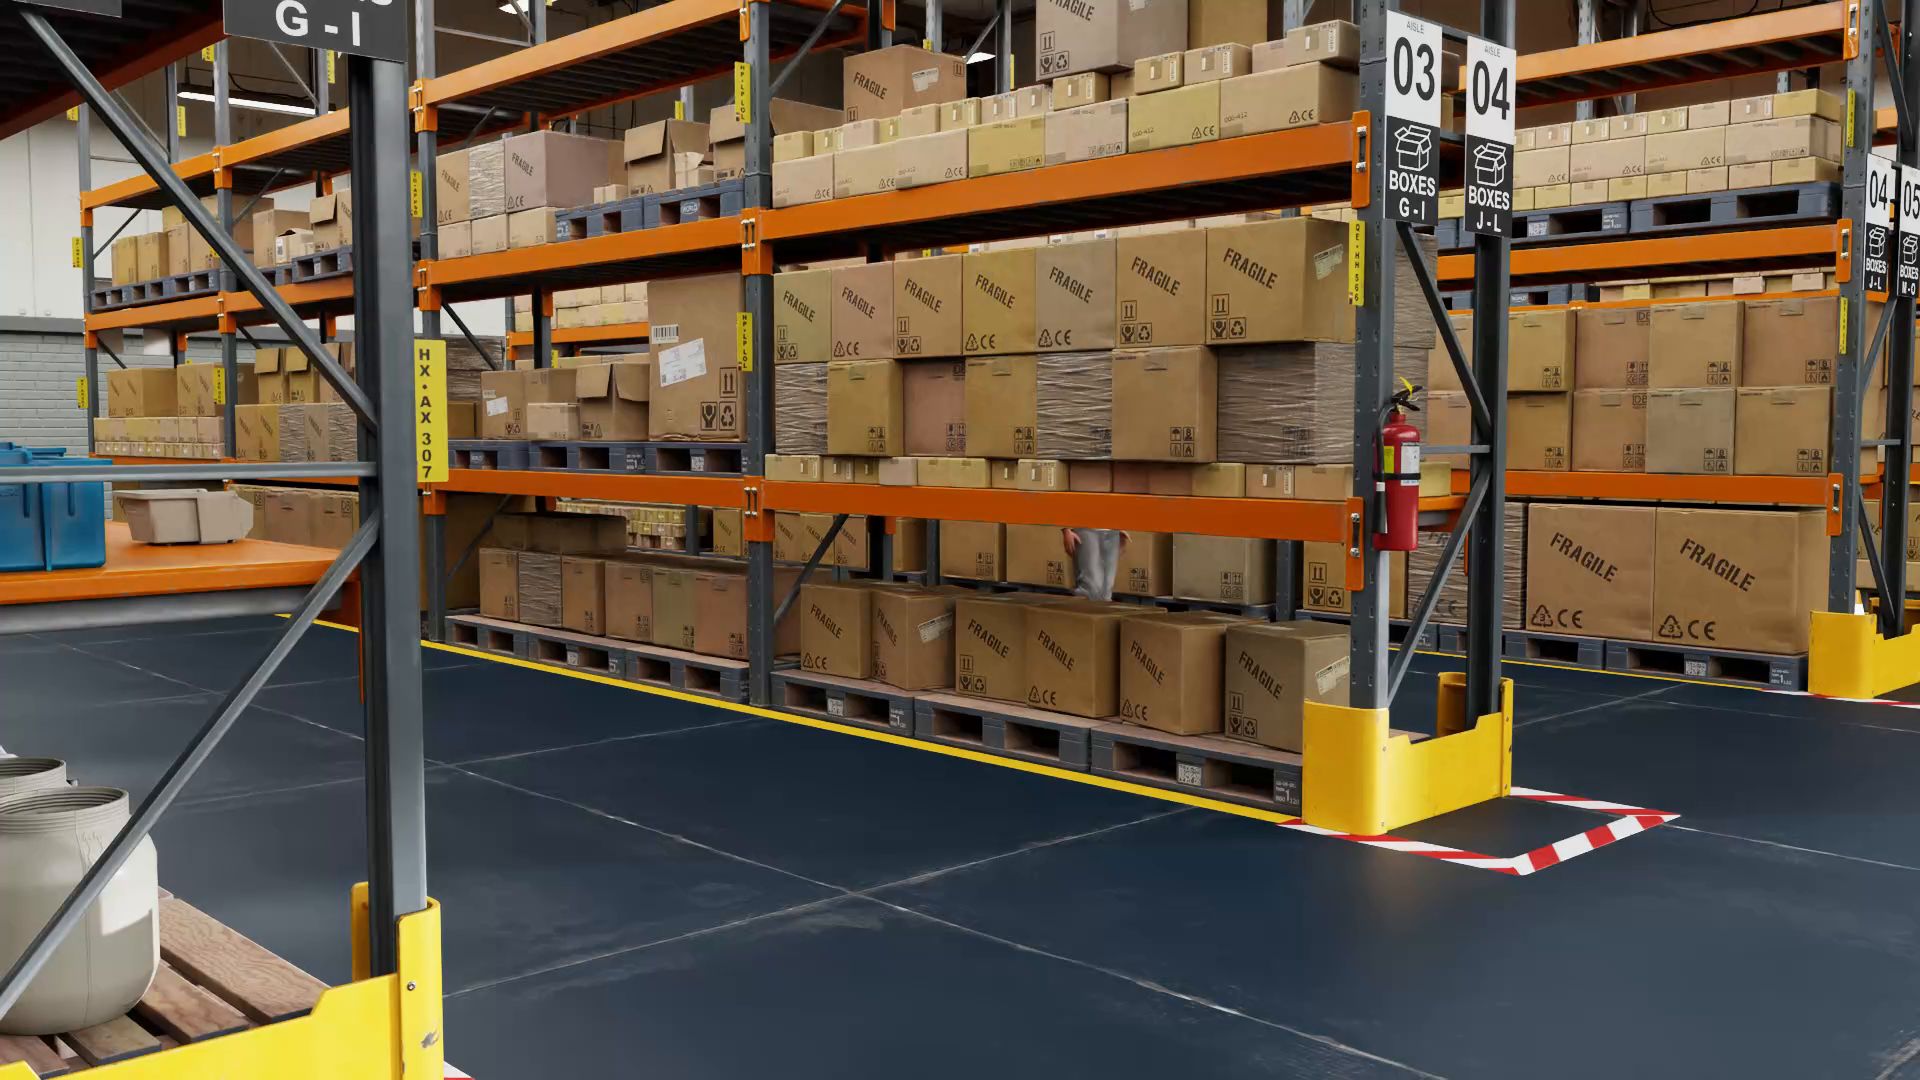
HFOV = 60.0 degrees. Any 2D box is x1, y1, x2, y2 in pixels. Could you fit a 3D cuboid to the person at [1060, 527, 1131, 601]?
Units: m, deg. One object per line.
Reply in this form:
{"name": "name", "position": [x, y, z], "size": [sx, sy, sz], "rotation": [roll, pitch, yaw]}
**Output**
{"name": "person", "position": [0.950, -0.059, 11.519], "size": [0.575, 1.800, 0.372], "rotation": [-4, 5, -43]}
